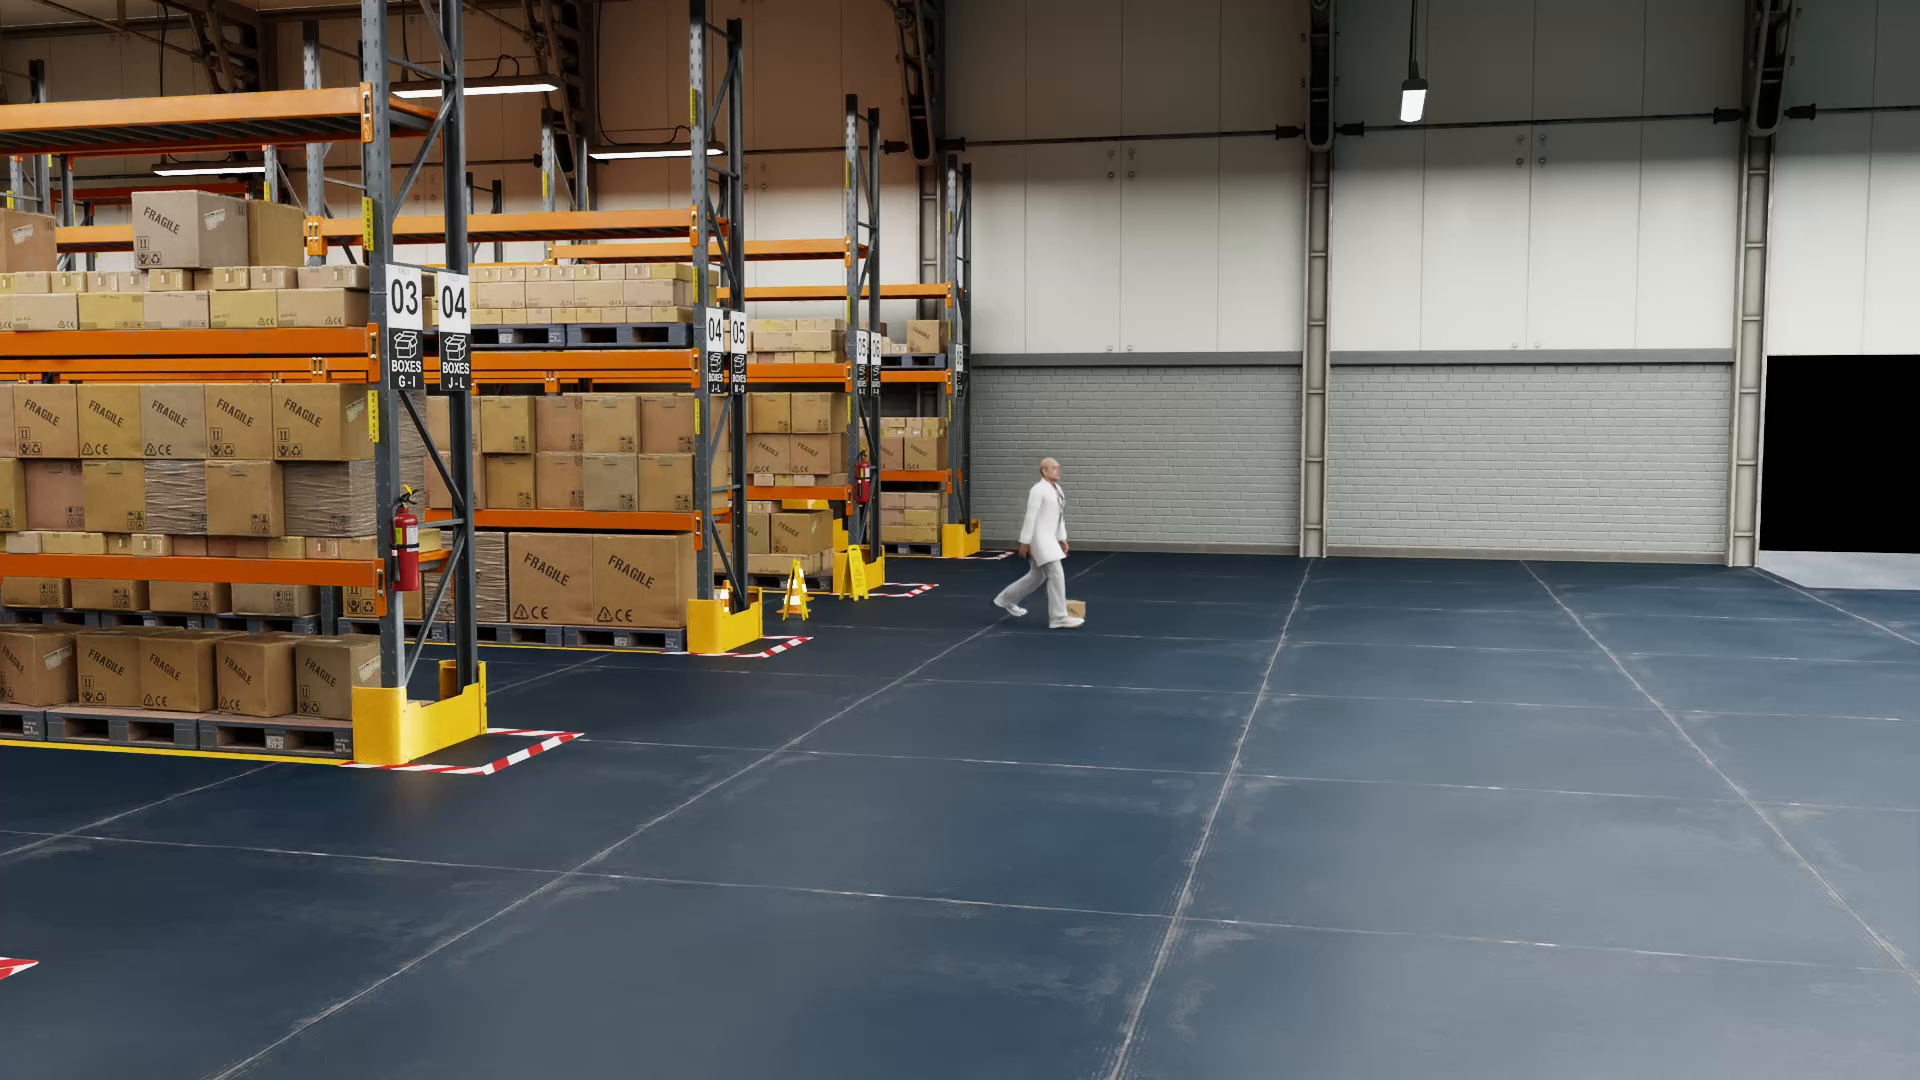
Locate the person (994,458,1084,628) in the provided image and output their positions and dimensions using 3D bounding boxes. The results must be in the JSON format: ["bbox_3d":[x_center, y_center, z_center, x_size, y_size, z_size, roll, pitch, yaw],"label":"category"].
[{"bbox_3d":[0.818,0.017,17.282,1.058,1.744,0.554,2,5,21],"label":"person"}]
